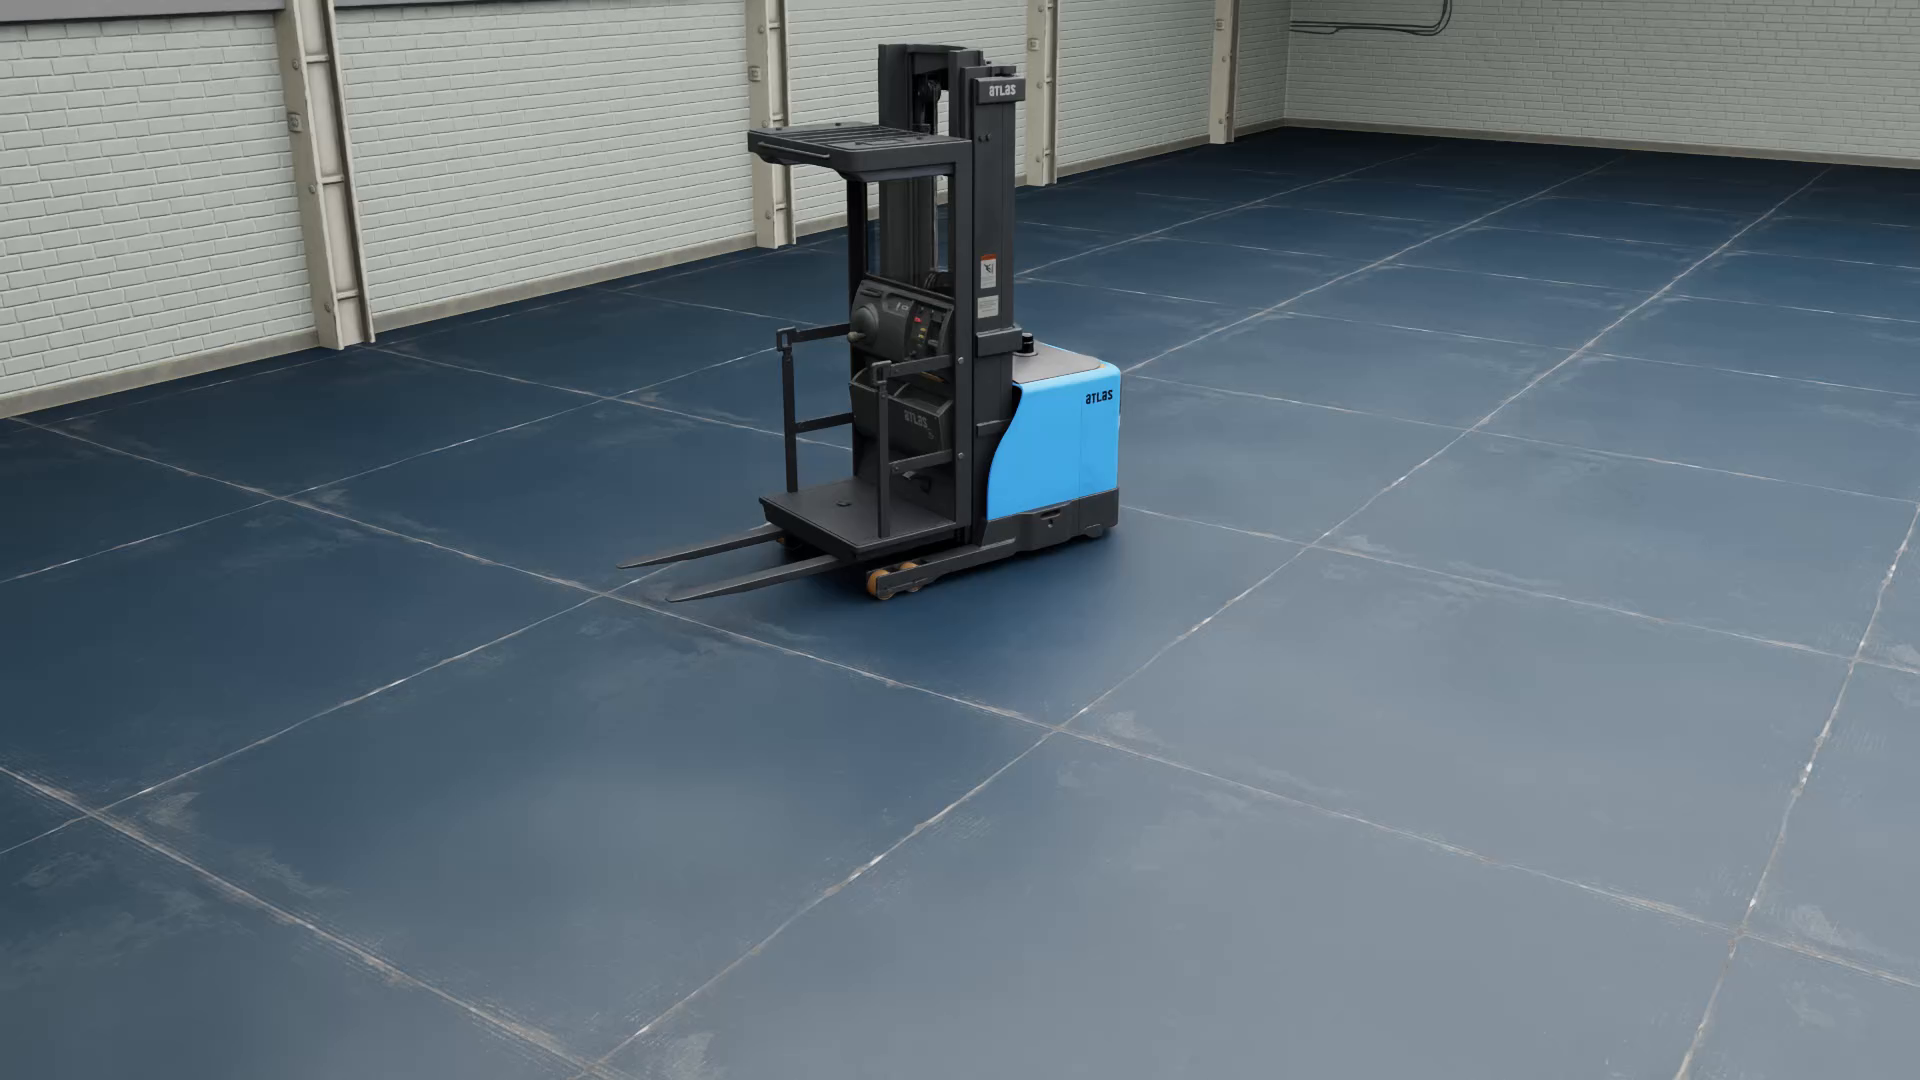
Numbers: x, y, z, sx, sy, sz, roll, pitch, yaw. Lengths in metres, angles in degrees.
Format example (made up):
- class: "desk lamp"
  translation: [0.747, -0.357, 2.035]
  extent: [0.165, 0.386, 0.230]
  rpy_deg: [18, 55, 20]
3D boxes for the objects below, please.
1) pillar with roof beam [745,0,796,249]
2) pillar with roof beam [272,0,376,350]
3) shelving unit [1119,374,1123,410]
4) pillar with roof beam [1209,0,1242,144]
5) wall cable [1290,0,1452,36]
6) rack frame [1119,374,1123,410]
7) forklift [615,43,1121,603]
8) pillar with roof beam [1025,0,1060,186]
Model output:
- class: "pillar with roof beam"
  translation: [1.372, -6.884, 15.906]
  extent: [9.100, 9.000, 0.400]
  rpy_deg: [13, 24, 32]
- class: "pillar with roof beam"
  translation: [-2.001, -5.163, 11.252]
  extent: [9.100, 9.000, 0.400]
  rpy_deg: [13, 24, 32]
- class: "shelving unit"
  translation: [0.845, -0.636, 10.668]
  extent: [0.210, 0.900, 0.258]
  rpy_deg: [-9, 22, -36]
- class: "pillar with roof beam"
  translation: [8.118, -10.327, 25.214]
  extent: [9.100, 9.000, 0.400]
  rpy_deg: [13, 24, 32]
- class: "wall cable"
  translation: [7.307, -10.298, 29.610]
  extent: [3.097, 2.526, 0.112]
  rpy_deg: [13, 24, 32]
- class: "rack frame"
  translation: [0.927, -0.650, 10.727]
  extent: [0.006, 0.900, 0.240]
  rpy_deg: [-9, 22, -36]
- class: "forklift"
  translation: [-0.504, -1.246, 9.408]
  extent: [3.031, 2.935, 1.130]
  rpy_deg: [-14, 25, -34]
- class: "pillar with roof beam"
  translation: [4.745, -8.606, 20.560]
  extent: [9.100, 9.000, 0.400]
  rpy_deg: [13, 24, 32]
